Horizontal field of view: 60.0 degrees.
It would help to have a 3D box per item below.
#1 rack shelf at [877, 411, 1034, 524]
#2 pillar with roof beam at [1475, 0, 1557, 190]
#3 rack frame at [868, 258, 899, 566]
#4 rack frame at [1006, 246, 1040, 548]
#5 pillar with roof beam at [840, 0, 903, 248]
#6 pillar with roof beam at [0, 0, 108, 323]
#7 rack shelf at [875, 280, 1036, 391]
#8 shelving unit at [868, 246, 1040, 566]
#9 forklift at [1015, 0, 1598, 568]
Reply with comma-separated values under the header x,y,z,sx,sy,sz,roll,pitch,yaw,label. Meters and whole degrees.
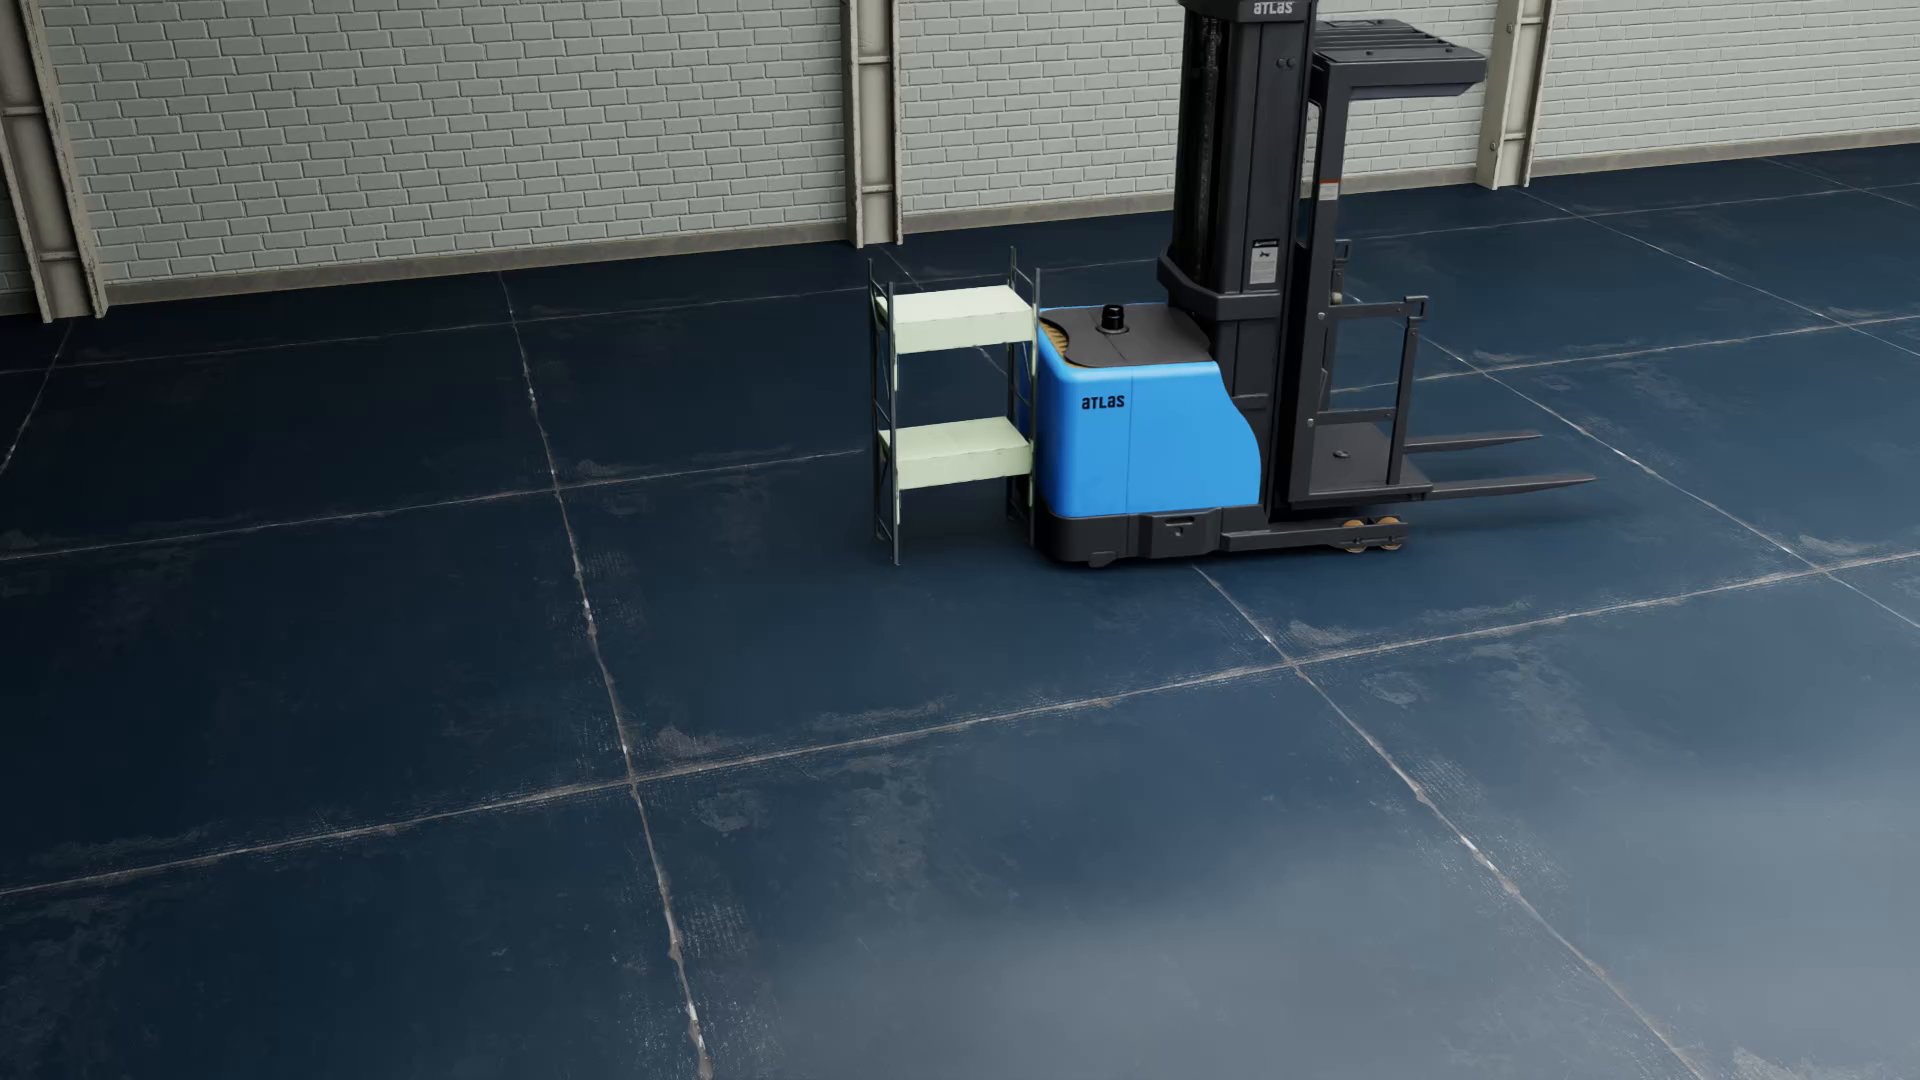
x,y,z,sx,sy,sz,roll,pitch,yaw,label
-0.033,-0.379,8.560,0.720,0.370,0.431,-8,27,-15,rack shelf
6.337,-5.504,9.717,0.400,9.000,9.100,-8,28,-16,pillar with roof beam
-0.383,-0.624,8.319,0.023,1.500,0.400,-8,27,-15,rack frame
0.318,-0.719,8.511,0.023,1.500,0.400,-8,27,-15,rack frame
0.632,-4.678,8.052,0.400,9.000,9.100,-8,28,-16,pillar with roof beam
-5.073,-3.851,6.388,0.400,9.000,9.100,-8,28,-16,pillar with roof beam
-0.033,-1.021,8.242,0.720,0.370,0.431,-8,27,-15,rack shelf
-0.033,-0.671,8.415,0.755,1.500,0.431,-8,27,-15,shelving unit
1.871,-1.474,8.422,3.031,2.935,1.130,-4,27,-9,forklift
